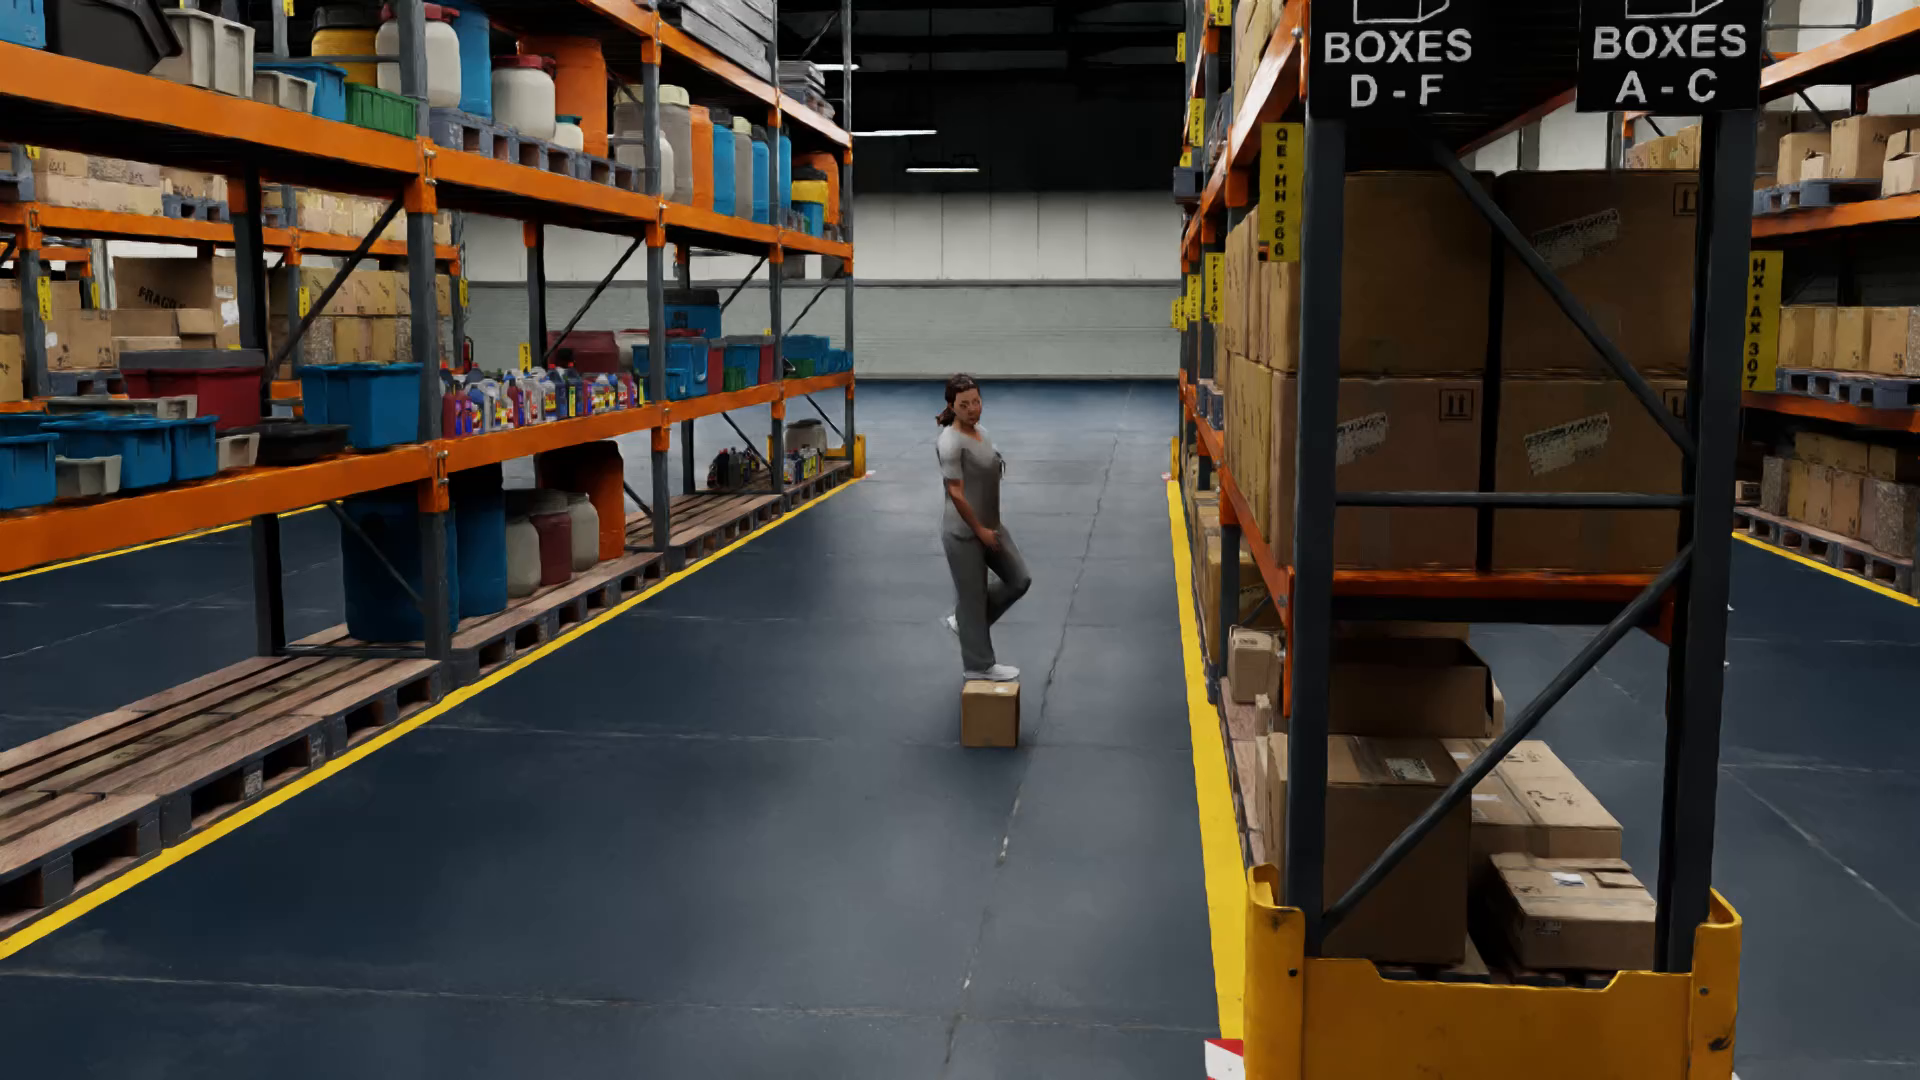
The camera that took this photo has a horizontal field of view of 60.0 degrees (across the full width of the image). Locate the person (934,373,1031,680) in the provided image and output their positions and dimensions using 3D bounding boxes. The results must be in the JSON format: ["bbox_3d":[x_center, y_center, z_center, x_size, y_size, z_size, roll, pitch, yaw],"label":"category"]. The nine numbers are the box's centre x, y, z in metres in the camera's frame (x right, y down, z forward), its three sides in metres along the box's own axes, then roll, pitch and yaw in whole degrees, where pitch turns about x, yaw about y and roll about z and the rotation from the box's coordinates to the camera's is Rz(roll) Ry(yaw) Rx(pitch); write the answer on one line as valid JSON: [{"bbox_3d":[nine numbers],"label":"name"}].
[{"bbox_3d":[0.083,-0.057,8.725,0.500,1.642,0.656,4,9,27],"label":"person"}]
